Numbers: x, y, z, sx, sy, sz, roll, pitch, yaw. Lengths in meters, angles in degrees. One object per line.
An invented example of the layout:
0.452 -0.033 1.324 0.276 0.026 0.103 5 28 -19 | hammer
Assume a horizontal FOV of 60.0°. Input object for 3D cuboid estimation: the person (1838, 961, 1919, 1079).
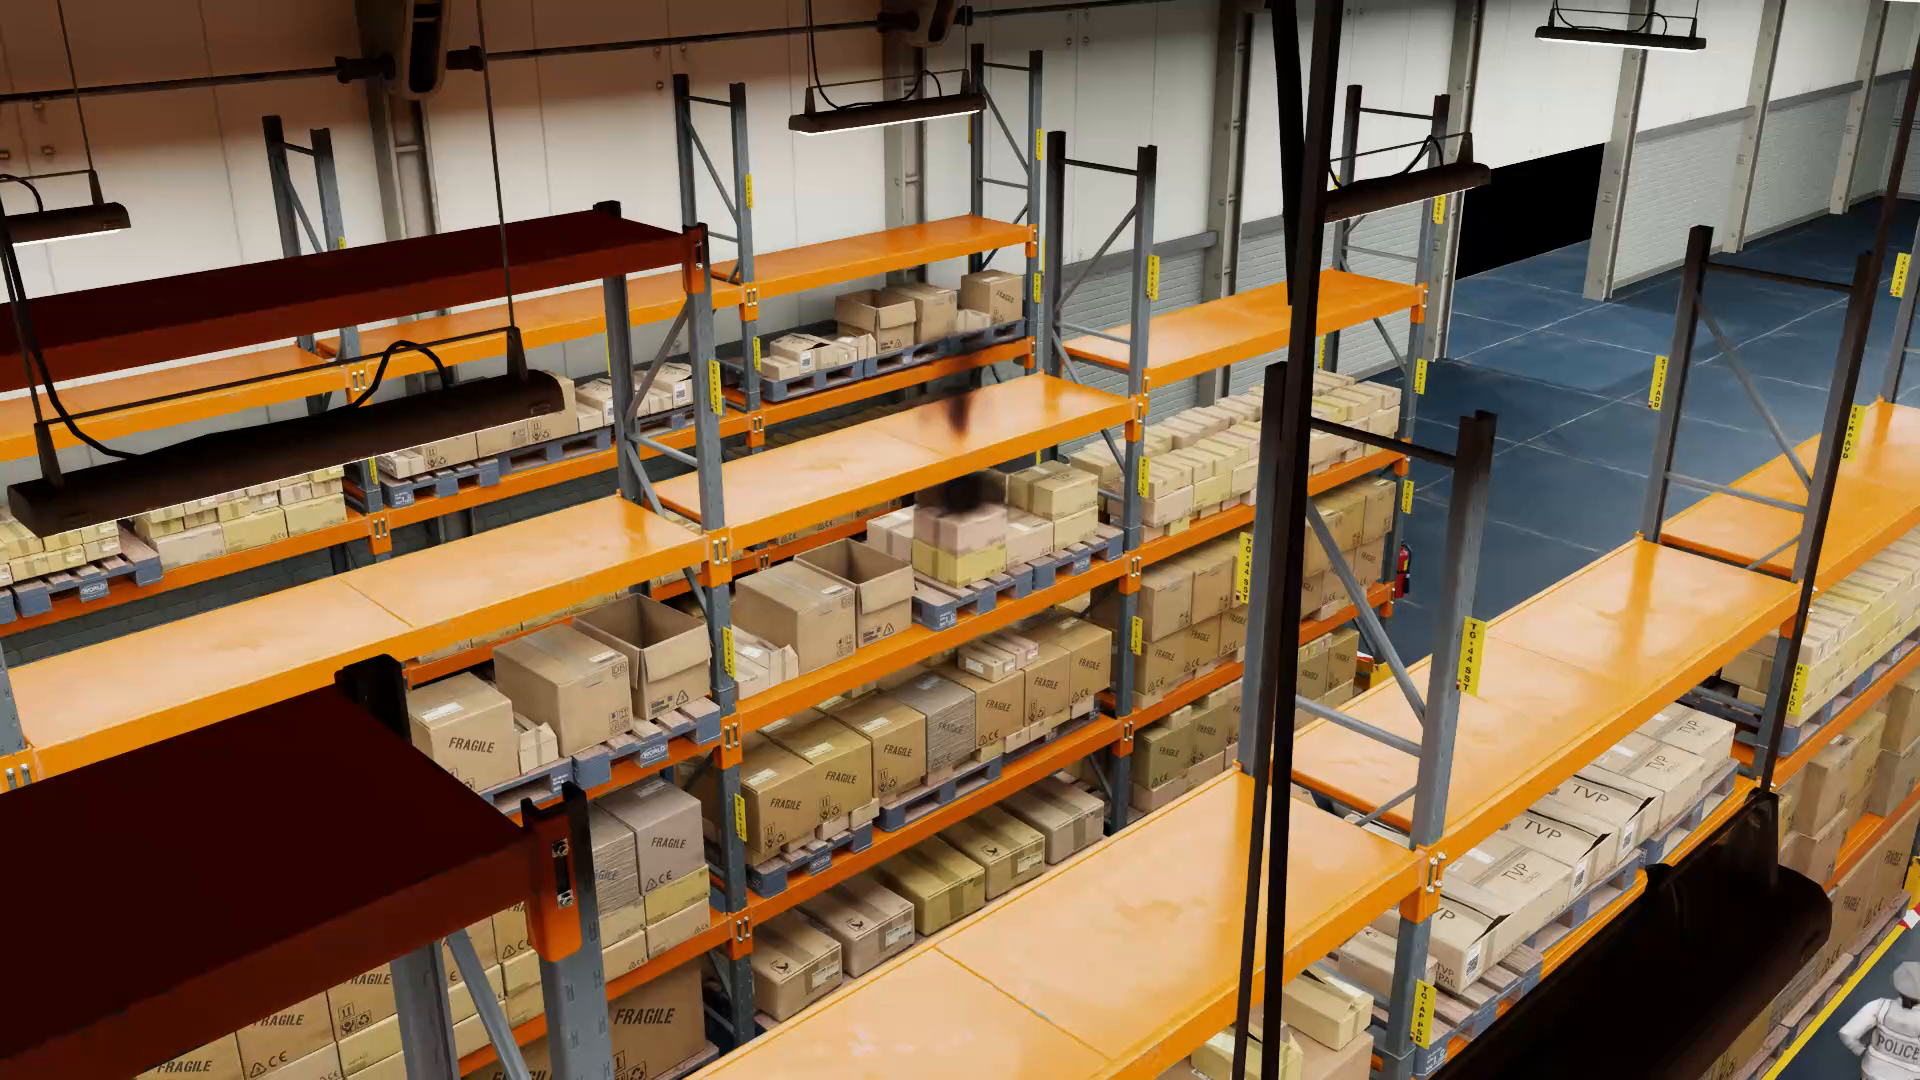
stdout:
5.832 3.418 10.468 0.627 1.692 0.762 17 28 35 | person
